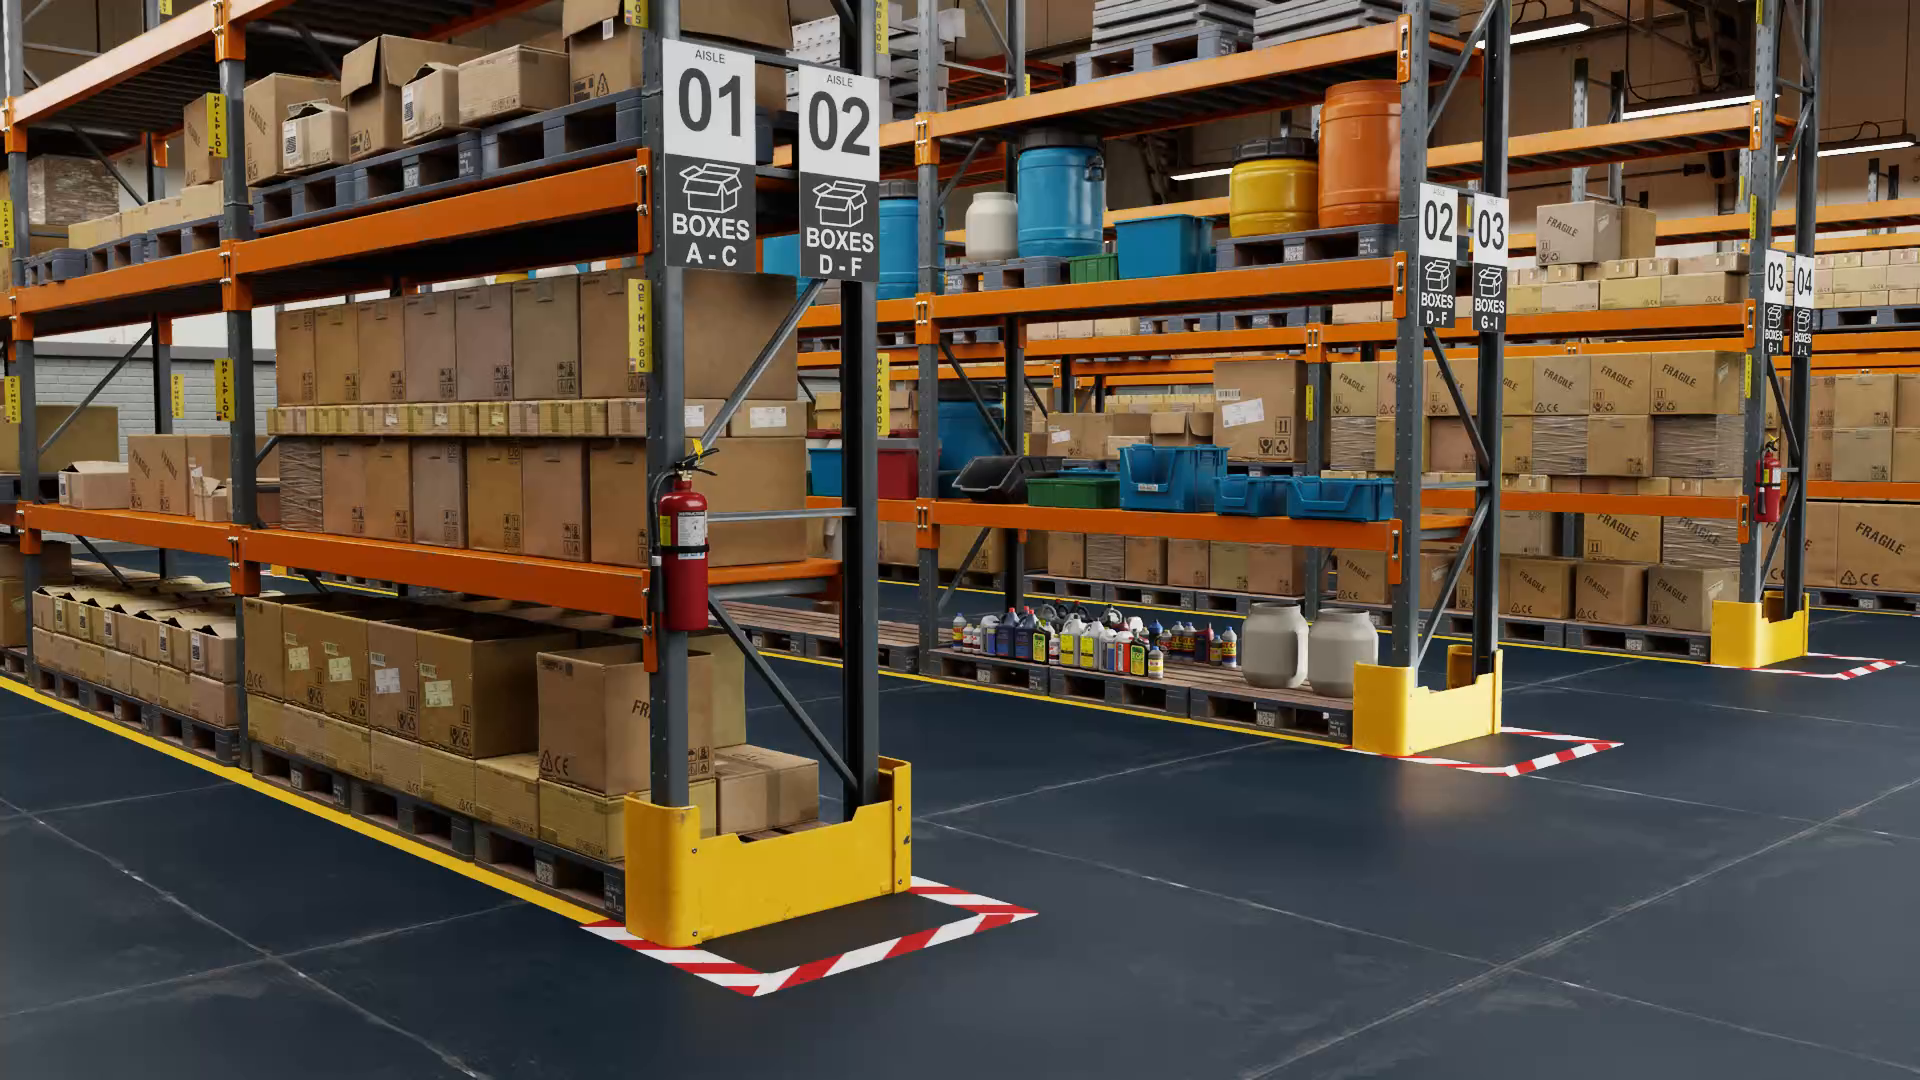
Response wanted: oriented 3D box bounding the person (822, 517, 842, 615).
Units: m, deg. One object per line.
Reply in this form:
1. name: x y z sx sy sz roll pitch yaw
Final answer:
1. person: -0.995 -0.051 15.012 0.428 1.773 0.637 4 5 44
